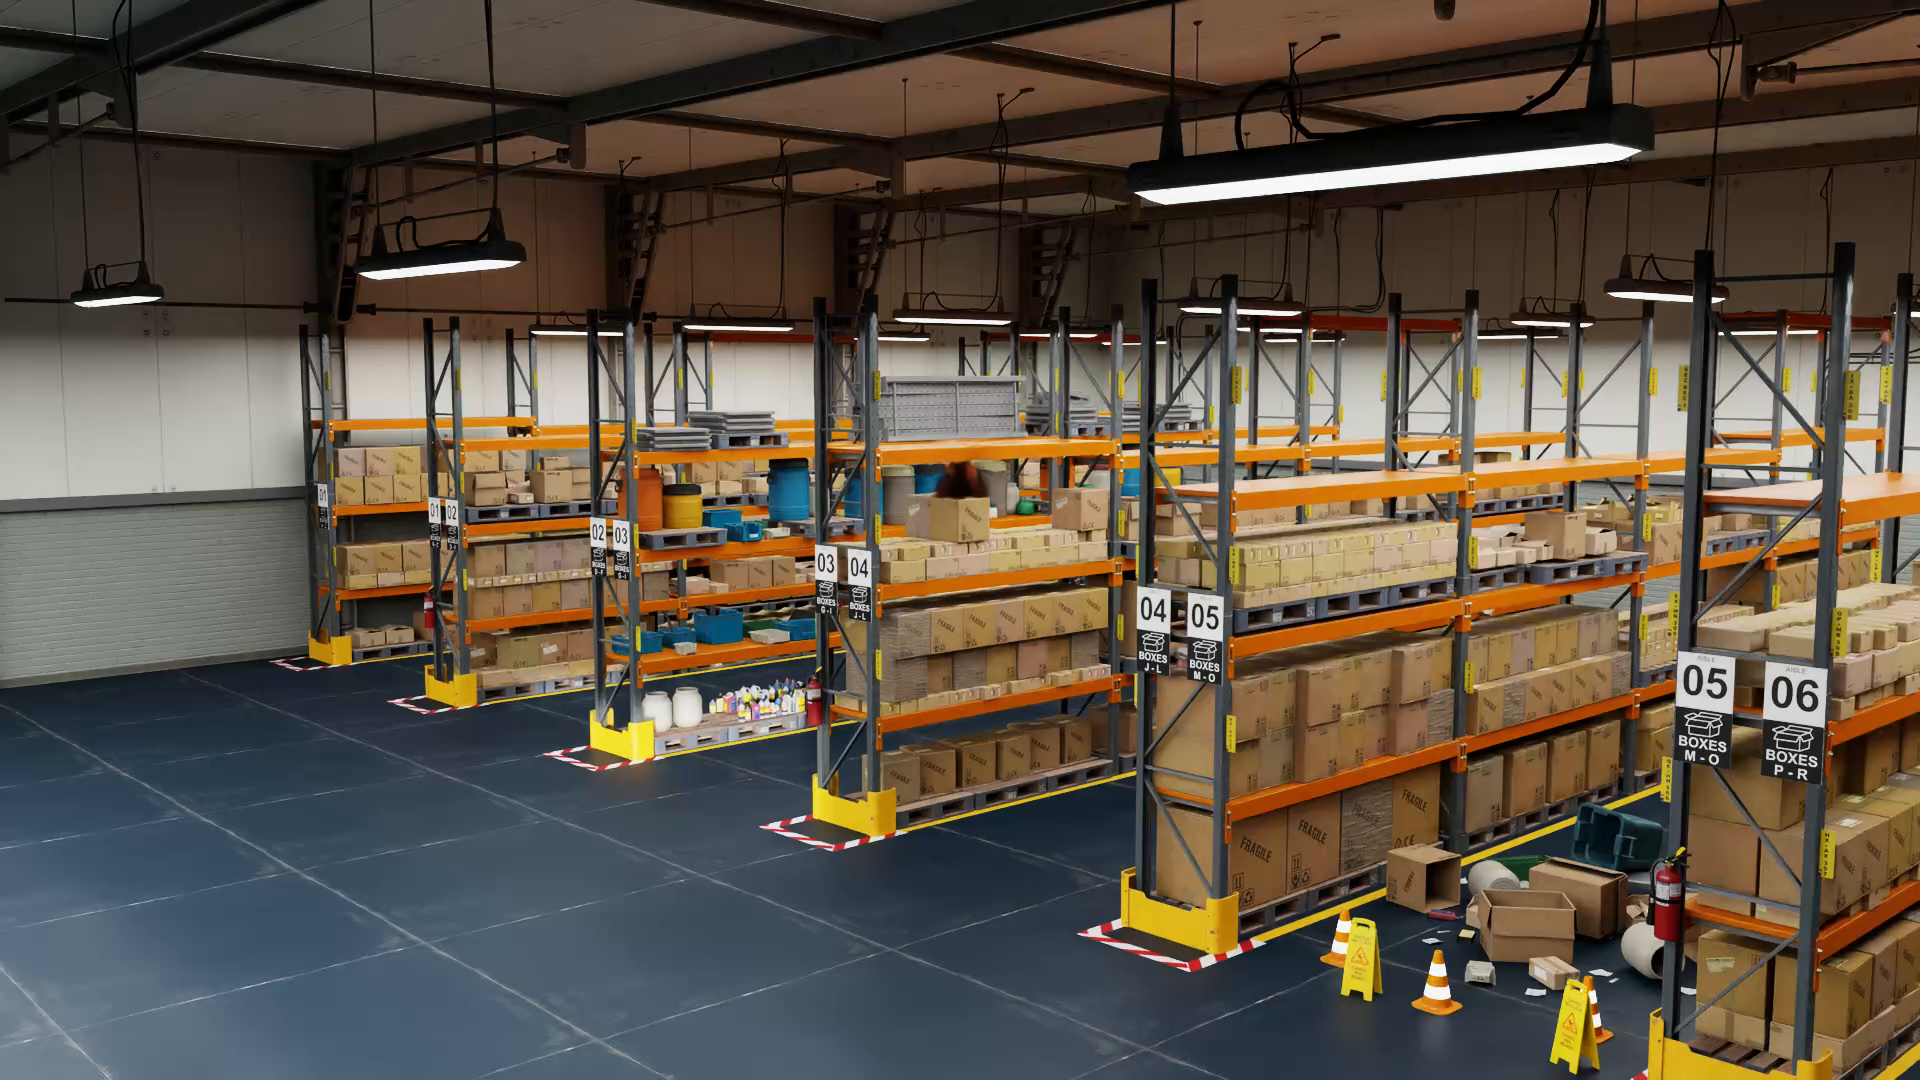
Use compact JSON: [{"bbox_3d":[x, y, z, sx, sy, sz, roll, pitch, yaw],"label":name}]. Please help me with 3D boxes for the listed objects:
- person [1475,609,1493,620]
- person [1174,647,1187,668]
[{"bbox_3d":[7.581,1.823,24.285,0.993,1.734,0.595,-5,7,-38],"label":"person"},{"bbox_3d":[2.770,2.209,20.558,0.406,1.777,0.623,5,7,39],"label":"person"}]
